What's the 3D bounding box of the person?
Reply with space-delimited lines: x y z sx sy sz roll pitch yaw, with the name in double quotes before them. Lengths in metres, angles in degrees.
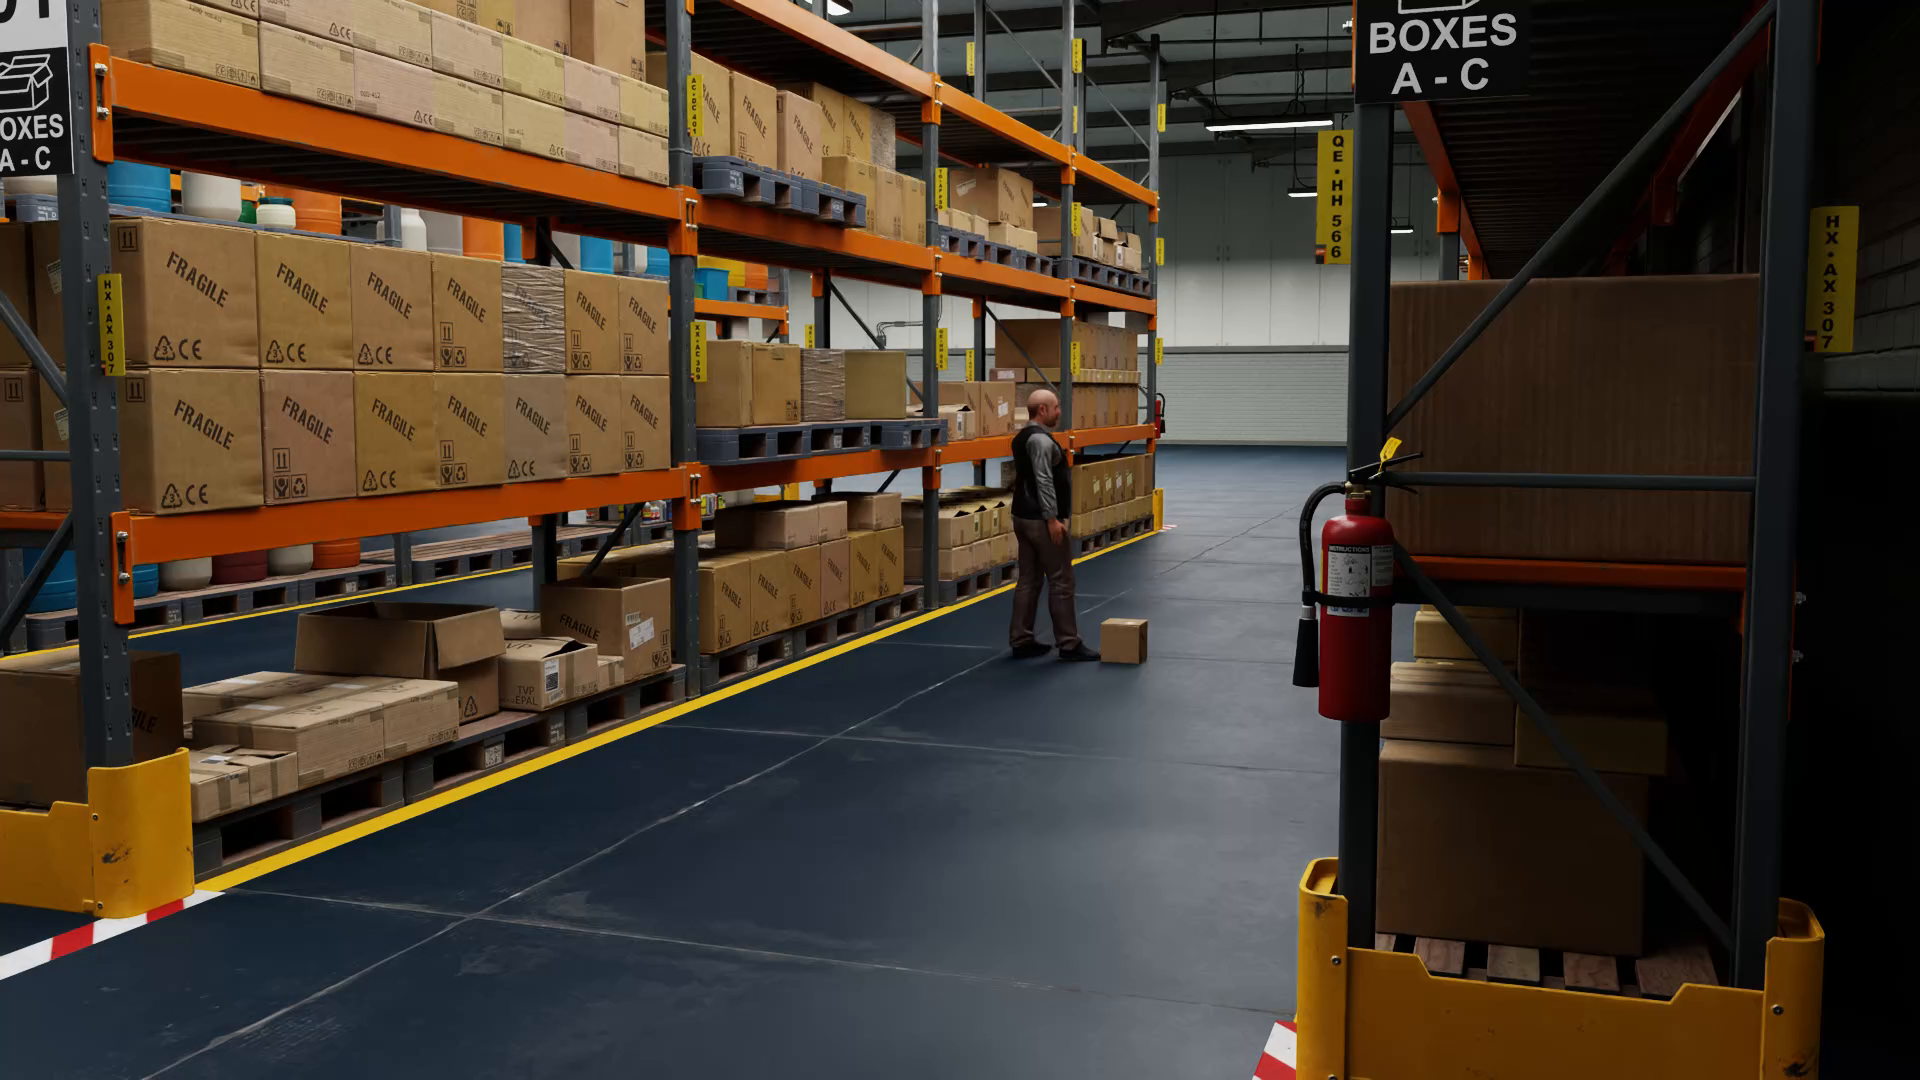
"person" 0.608 -0.101 10.706 0.573 1.732 0.559 -1 5 -15
